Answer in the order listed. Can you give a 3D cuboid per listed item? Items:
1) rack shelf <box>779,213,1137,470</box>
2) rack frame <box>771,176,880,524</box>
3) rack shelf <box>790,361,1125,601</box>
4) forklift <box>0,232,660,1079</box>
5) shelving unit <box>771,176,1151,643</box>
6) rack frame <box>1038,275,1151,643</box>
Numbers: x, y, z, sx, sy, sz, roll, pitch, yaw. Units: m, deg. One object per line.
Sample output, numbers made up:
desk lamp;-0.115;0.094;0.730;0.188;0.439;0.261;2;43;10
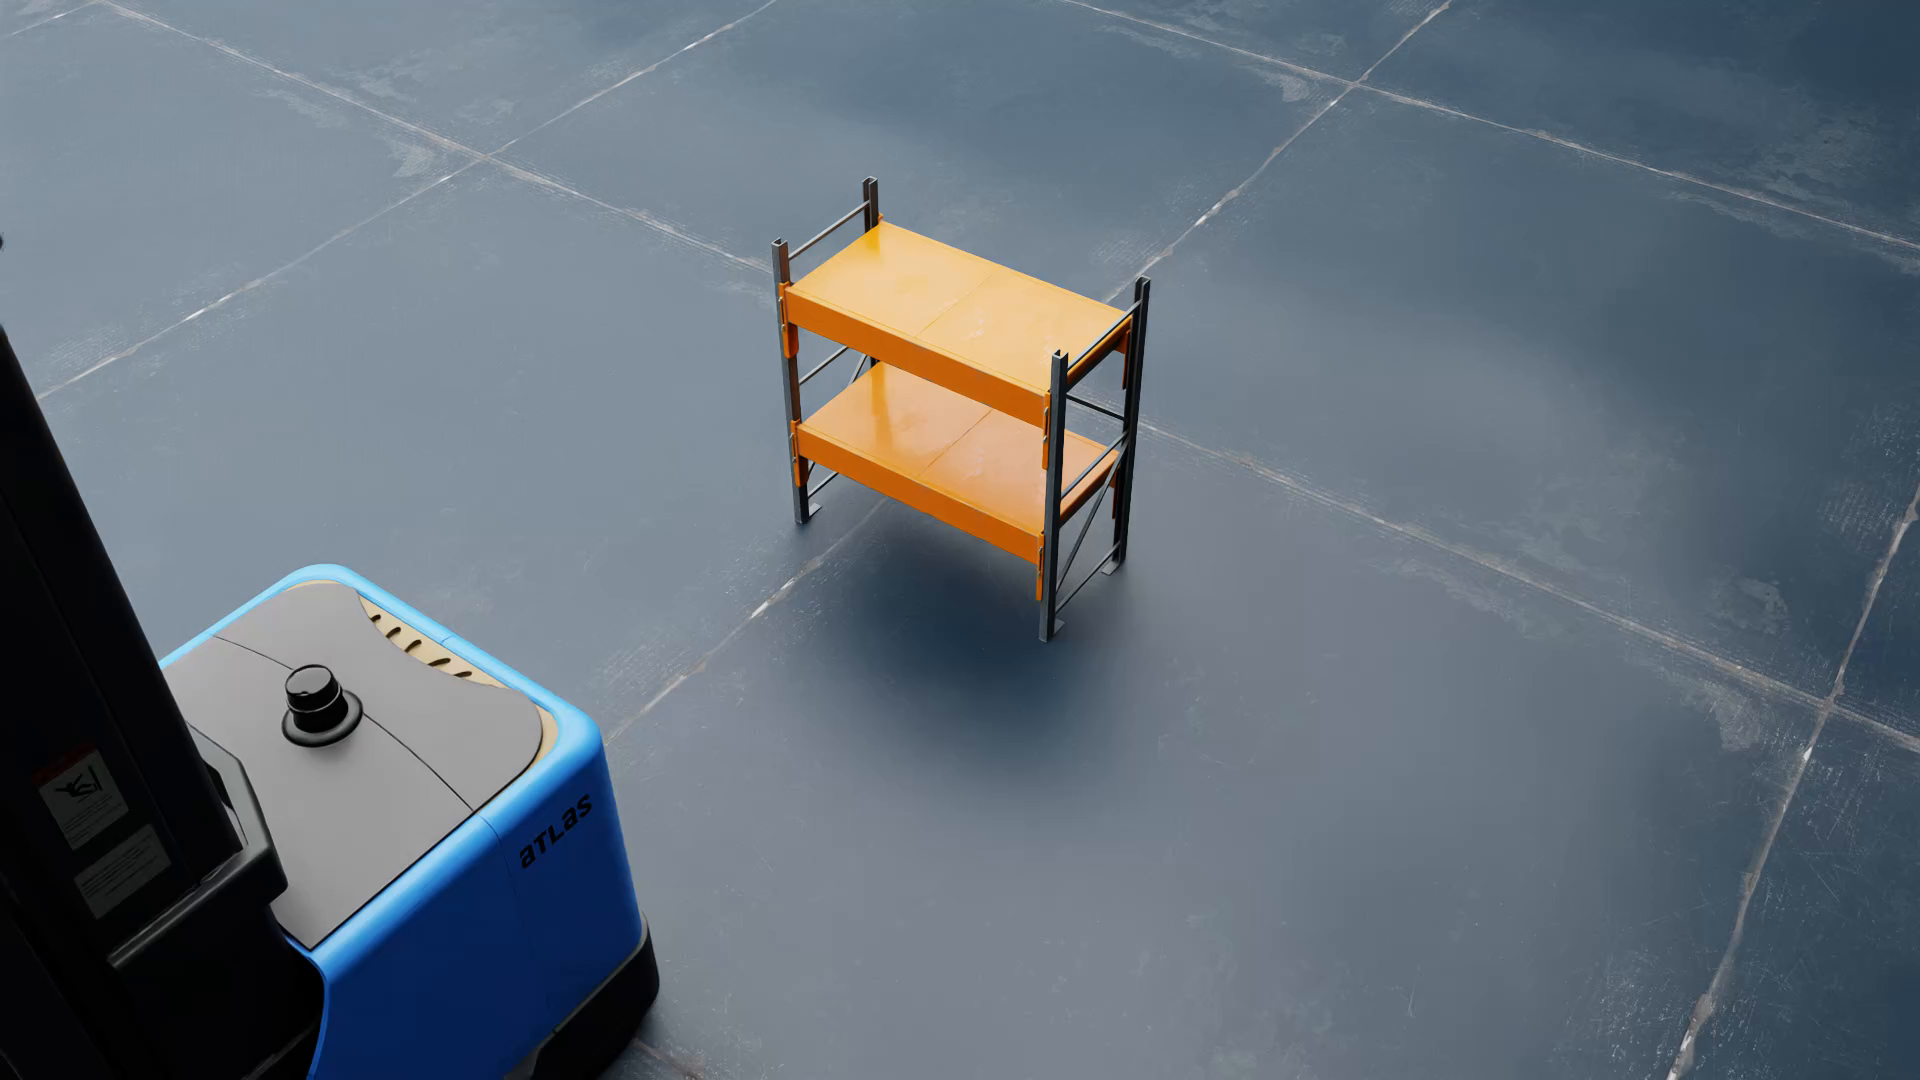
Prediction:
rack shelf;-0.006;-0.640;5.183;1.000;0.278;0.538;25;48;25
rack frame;-0.422;-0.616;5.595;0.032;1.125;0.500;25;48;25
rack shelf;-0.006;-0.240;5.541;1.000;0.278;0.538;25;48;25
forklift;-2.054;0.726;2.740;1.130;2.935;3.031;26;48;26
shelving unit;-0.006;-0.422;5.378;1.048;1.125;0.538;25;48;25
rack frame;0.411;-0.227;5.160;0.032;1.125;0.500;25;48;25
